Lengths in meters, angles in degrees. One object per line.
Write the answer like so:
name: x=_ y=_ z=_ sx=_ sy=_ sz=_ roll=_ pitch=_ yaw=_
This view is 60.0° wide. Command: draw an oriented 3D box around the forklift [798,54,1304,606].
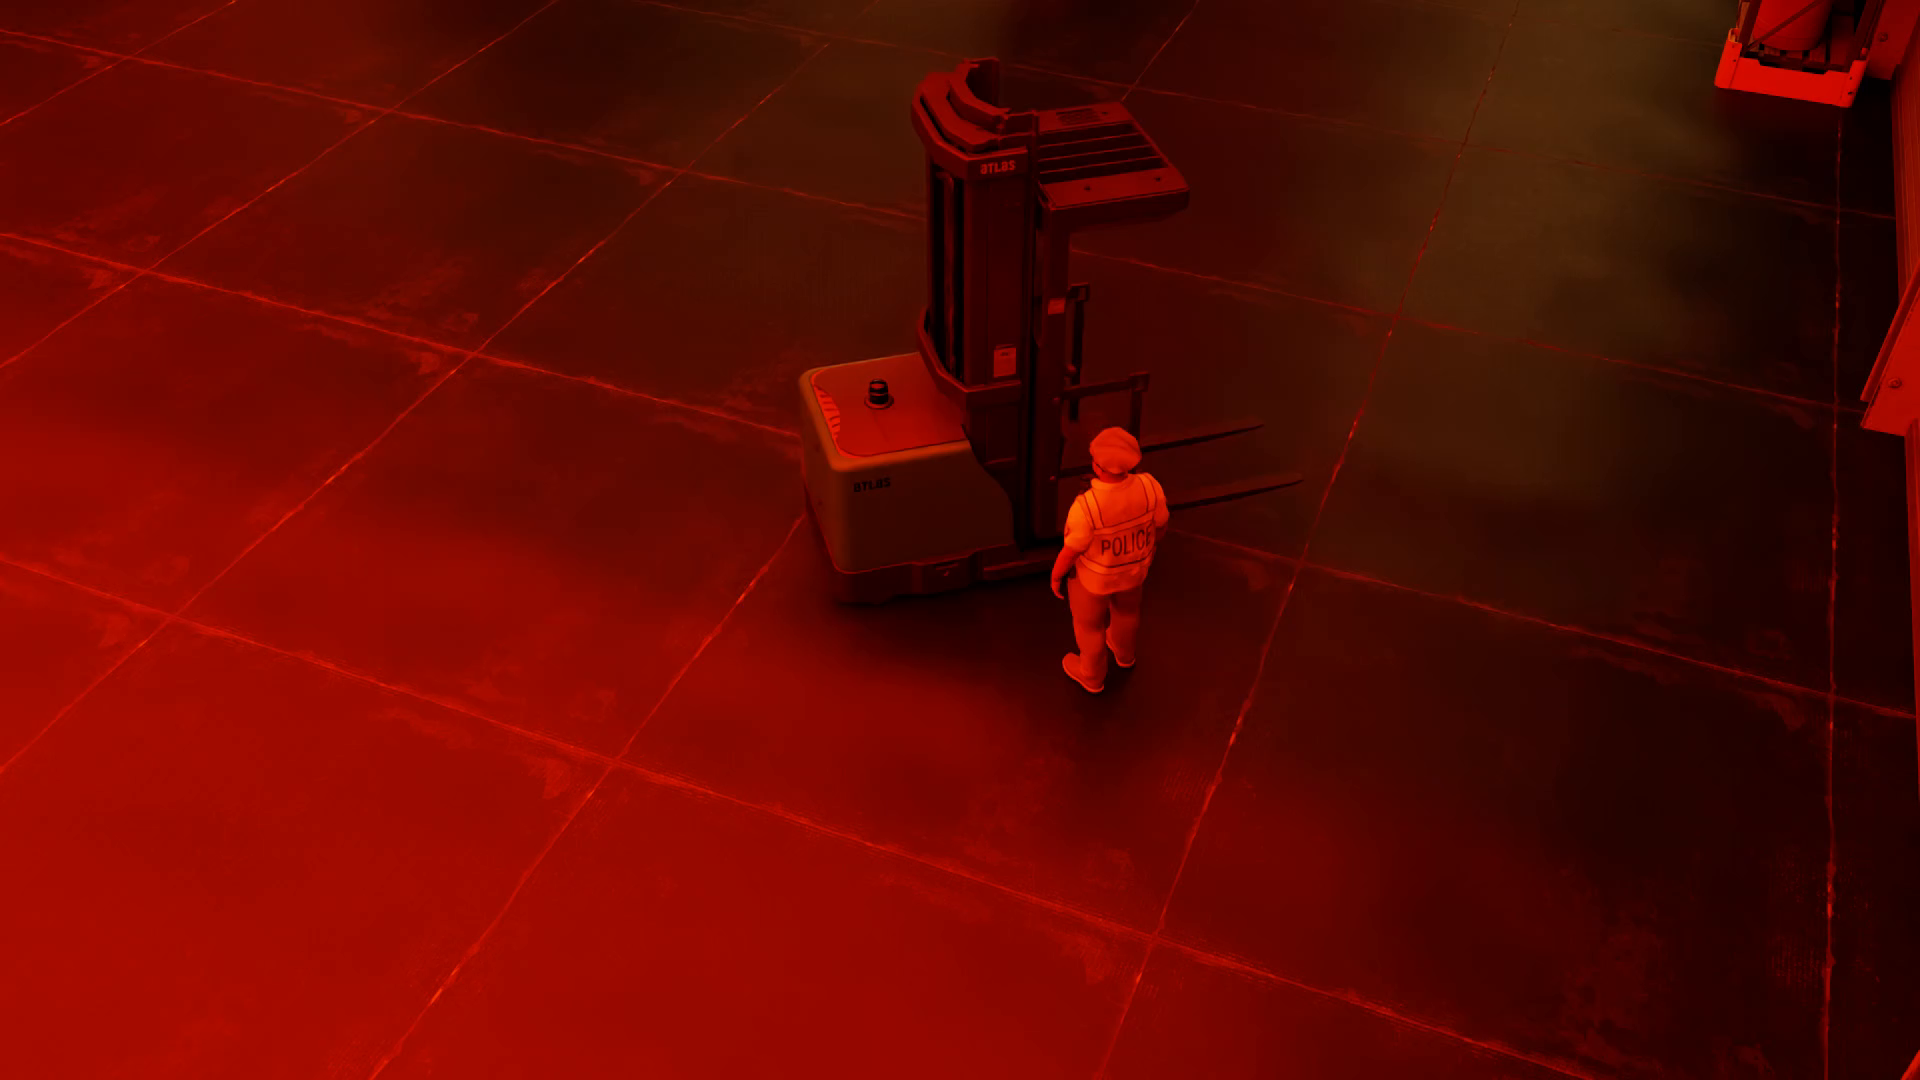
forklift: x=0.606 y=-1.270 z=9.524 sx=3.031 sy=2.935 sz=1.130 roll=-11 pitch=41 yaw=-12

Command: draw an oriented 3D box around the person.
person: x=0.746 y=0.082 z=8.790 sx=0.640 sy=1.781 sz=0.574 roll=-16 pitch=42 yaw=-18
